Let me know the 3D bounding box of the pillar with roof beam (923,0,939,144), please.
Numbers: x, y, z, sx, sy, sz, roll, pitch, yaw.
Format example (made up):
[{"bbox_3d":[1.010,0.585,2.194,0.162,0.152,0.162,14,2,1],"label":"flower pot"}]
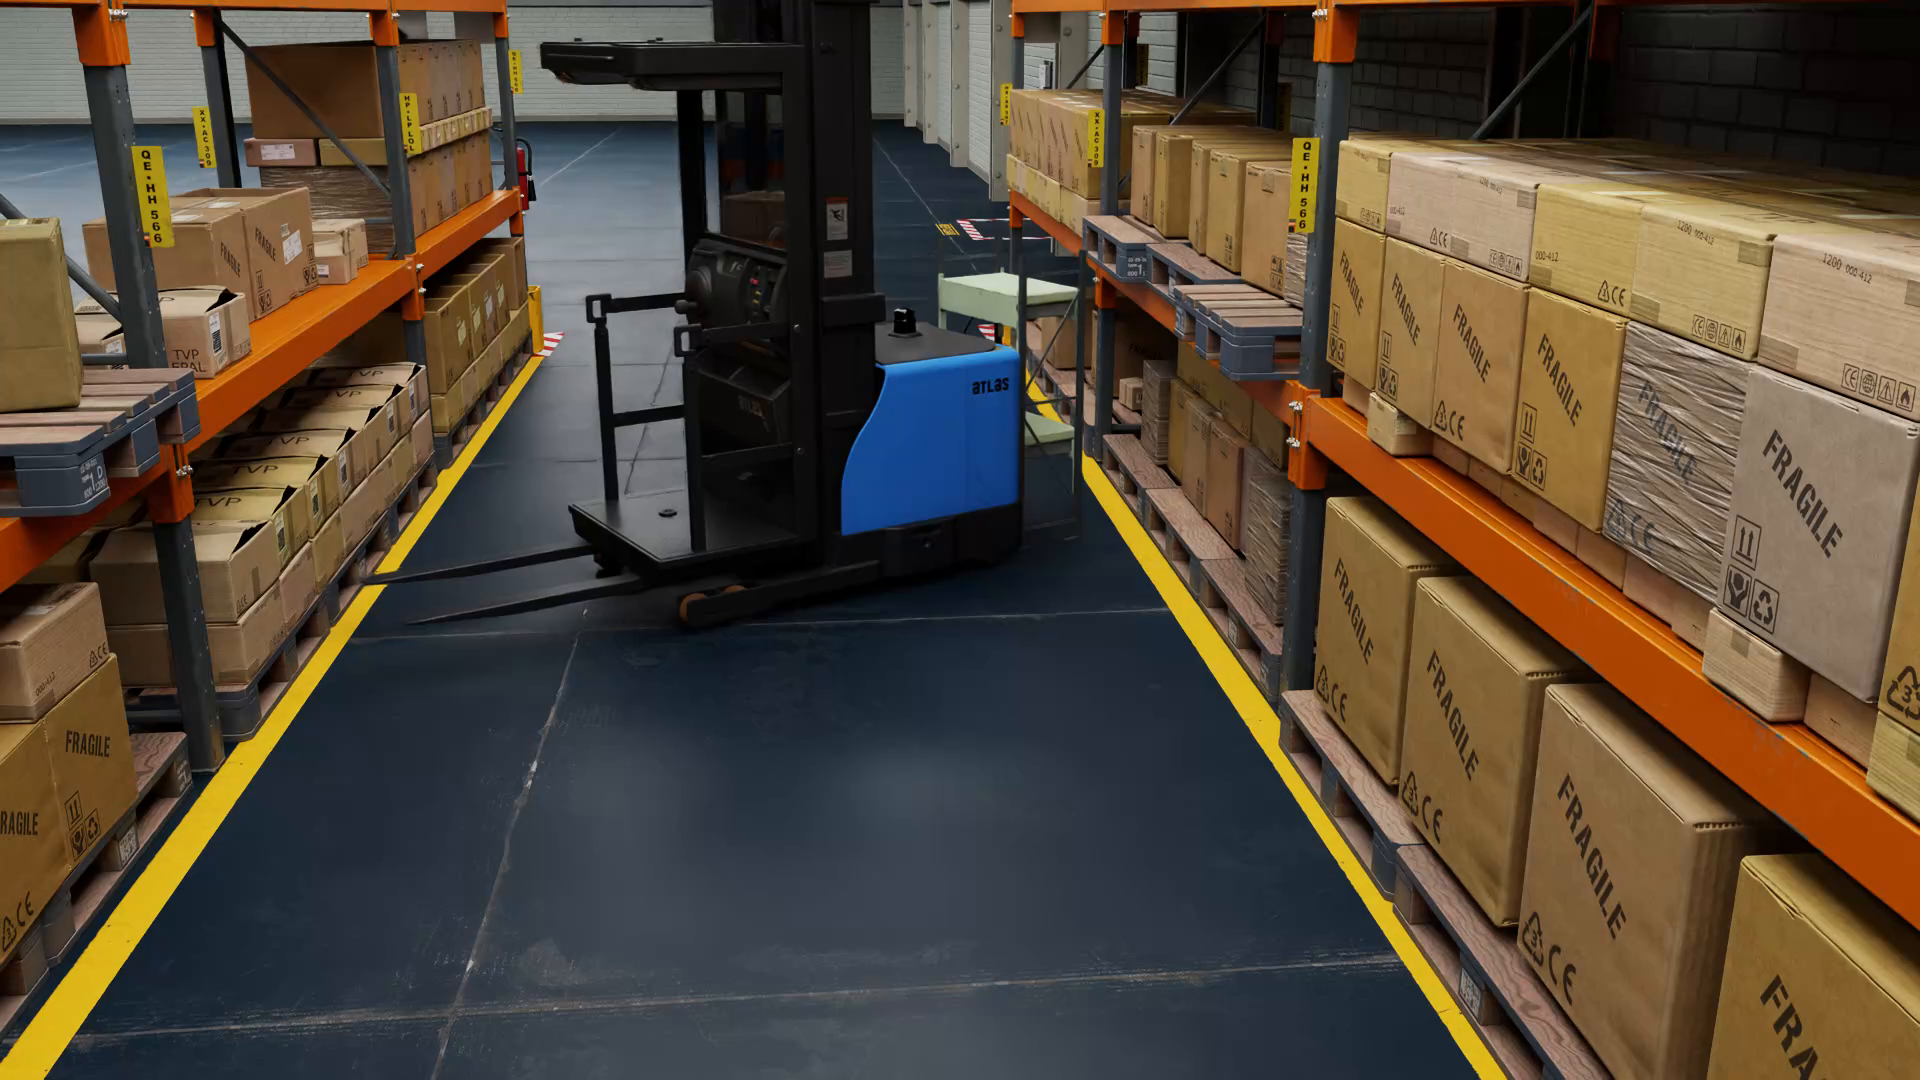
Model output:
[{"bbox_3d":[-4.907,-12.824,34.502,9.100,9.000,0.400,-2,18,-6],"label":"pillar with roof beam"}]

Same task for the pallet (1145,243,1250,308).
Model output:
[{"bbox_3d":[1.499,-1.240,7.938,1.003,0.211,1.213,-2,18,-6],"label":"pallet"}]

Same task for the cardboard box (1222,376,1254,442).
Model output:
[{"bbox_3d":[1.563,-0.656,7.944,0.500,0.250,0.500,-2,18,-6],"label":"cardboard box"}]

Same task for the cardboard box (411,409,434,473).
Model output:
[{"bbox_3d":[-3.265,-0.554,9.324,0.500,0.250,0.500,-2,18,-6],"label":"cardboard box"}]

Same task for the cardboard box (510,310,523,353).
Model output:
[{"bbox_3d":[-3.596,-1.561,12.532,0.500,0.250,0.500,-2,18,-6],"label":"cardboard box"}]

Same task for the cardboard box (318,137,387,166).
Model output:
[{"bbox_3d":[-3.431,-2.224,9.502,0.380,0.149,0.250,-2,18,-6],"label":"cardboard box"}]

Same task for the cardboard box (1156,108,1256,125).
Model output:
[{"bbox_3d":[1.490,-2.377,10.205,0.500,0.500,0.500,-2,18,-7],"label":"cardboard box"}]

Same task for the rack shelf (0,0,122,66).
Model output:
[{"bbox_3d":[-2.977,-1.081,3.305,1.077,0.370,4.000,-2,18,-6],"label":"rack shelf"}]

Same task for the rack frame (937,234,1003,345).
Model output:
[{"bbox_3d":[0.053,-0.879,8.971,0.400,1.500,0.023,-11,21,-32],"label":"rack frame"}]

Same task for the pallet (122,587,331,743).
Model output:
[{"bbox_3d":[-3.230,0.495,6.747,1.003,0.211,1.213,-2,18,-6],"label":"pallet"}]

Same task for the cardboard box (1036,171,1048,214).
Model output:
[{"bbox_3d":[0.817,-2.452,11.697,0.500,0.250,0.500,-2,18,-5],"label":"cardboard box"}]

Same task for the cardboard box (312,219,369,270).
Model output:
[{"bbox_3d":[-3.502,-1.563,8.900,0.500,0.250,0.500,-1,17,-2],"label":"cardboard box"}]

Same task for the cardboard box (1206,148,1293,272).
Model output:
[{"bbox_3d":[1.534,-1.511,7.580,0.700,0.500,0.500,-2,18,-6],"label":"cardboard box"}]

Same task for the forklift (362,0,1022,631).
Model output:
[{"bbox_3d":[-1.204,-1.174,7.524,3.031,2.935,1.130,-11,21,-32],"label":"forklift"}]

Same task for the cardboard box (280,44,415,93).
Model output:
[{"bbox_3d":[-3.701,-2.730,10.031,0.700,0.500,0.500,-2,18,-6],"label":"cardboard box"}]

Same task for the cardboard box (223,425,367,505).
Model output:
[{"bbox_3d":[-3.112,-0.371,7.805,0.500,0.311,0.500,-2,18,-6],"label":"cardboard box"}]

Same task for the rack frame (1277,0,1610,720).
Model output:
[{"bbox_3d":[1.743,-0.743,6.035,1.000,3.000,0.127,-2,18,-6],"label":"rack frame"}]

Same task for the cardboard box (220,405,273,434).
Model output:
[{"bbox_3d":[-3.700,-0.502,8.222,0.500,0.311,0.500,-2,18,-7],"label":"cardboard box"}]

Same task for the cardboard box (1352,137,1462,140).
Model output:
[{"bbox_3d":[1.678,-1.412,6.182,0.380,0.149,0.250,-4,18,-13],"label":"cardboard box"}]

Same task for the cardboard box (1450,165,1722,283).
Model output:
[{"bbox_3d":[1.645,-0.848,4.420,0.500,0.250,0.500,-2,18,-5],"label":"cardboard box"}]

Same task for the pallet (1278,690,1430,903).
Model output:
[{"bbox_3d":[1.750,0.825,5.697,1.003,0.211,1.213,-2,18,-6],"label":"pallet"}]

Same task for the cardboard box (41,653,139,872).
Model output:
[{"bbox_3d":[-2.853,0.665,4.988,0.500,0.500,0.500,-1,17,-3],"label":"cardboard box"}]

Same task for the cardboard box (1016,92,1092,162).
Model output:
[{"bbox_3d":[0.710,-3.123,12.582,0.500,0.500,0.500,-2,18,-5],"label":"cardboard box"}]

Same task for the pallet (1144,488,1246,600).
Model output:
[{"bbox_3d":[1.542,-0.008,8.350,1.003,0.211,1.213,-2,18,-6],"label":"pallet"}]

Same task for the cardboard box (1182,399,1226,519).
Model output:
[{"bbox_3d":[1.539,-0.427,8.469,0.700,0.500,0.500,-2,17,-5],"label":"cardboard box"}]

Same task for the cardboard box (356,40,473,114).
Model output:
[{"bbox_3d":[-3.908,-3.327,11.934,0.700,0.500,0.500,-2,18,-7],"label":"cardboard box"}]

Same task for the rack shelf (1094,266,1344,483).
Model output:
[{"bbox_3d":[1.537,-0.995,8.041,1.077,0.370,4.000,-2,18,-6],"label":"rack shelf"}]

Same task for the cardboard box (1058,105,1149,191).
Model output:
[{"bbox_3d":[0.917,-2.510,10.630,0.500,0.500,0.500,-2,18,-6],"label":"cardboard box"}]

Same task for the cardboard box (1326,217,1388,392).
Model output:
[{"bbox_3d":[1.539,-0.789,5.486,0.500,0.500,0.500,-1,17,-4],"label":"cardboard box"}]

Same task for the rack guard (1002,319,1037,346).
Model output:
[{"bbox_3d":[0.926,-1.911,13.929,1.175,0.500,0.348,-2,18,-6],"label":"rack guard"}]

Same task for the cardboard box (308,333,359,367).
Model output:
[{"bbox_3d":[-3.901,-1.307,10.471,0.500,0.500,0.500,-2,18,-6],"label":"cardboard box"}]

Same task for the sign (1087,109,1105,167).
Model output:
[{"bbox_3d":[0.792,-2.328,9.641,0.100,0.325,0.005,-2,18,-6],"label":"sign"}]

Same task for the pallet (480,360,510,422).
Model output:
[{"bbox_3d":[-3.765,-1.053,11.677,1.003,0.211,1.213,-2,18,-6],"label":"pallet"}]

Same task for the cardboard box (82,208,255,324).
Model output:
[{"bbox_3d":[-3.373,-1.136,7.120,0.500,0.500,0.500,-3,18,-9],"label":"cardboard box"}]

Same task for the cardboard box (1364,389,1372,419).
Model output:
[{"bbox_3d":[1.564,-0.452,5.495,0.380,0.149,0.250,-2,17,-5],"label":"cardboard box"}]

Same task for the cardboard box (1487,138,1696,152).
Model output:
[{"bbox_3d":[2.048,-1.173,5.455,0.500,0.250,0.500,-1,17,-4],"label":"cardboard box"}]

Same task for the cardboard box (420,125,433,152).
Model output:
[{"bbox_3d":[-3.538,-2.528,10.471,0.380,0.149,0.250,-2,18,-7],"label":"cardboard box"}]

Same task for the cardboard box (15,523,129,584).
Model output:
[{"bbox_3d":[-3.482,0.107,6.282,0.500,0.311,0.500,-1,17,-4],"label":"cardboard box"}]

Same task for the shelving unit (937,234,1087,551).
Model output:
[{"bbox_3d":[0.256,-0.788,8.680,0.431,1.500,0.755,-11,21,-32],"label":"shelving unit"}]

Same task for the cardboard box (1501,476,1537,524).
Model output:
[{"bbox_3d":[1.707,-0.145,4.516,0.380,0.149,0.250,-2,17,-5],"label":"cardboard box"}]

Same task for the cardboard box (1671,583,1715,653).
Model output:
[{"bbox_3d":[1.763,0.163,3.538,0.380,0.149,0.250,-2,18,-6],"label":"cardboard box"}]

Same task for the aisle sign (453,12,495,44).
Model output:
[{"bbox_3d":[-3.723,-4.241,12.838,0.394,0.787,0.004,-2,18,-6],"label":"aisle sign"}]

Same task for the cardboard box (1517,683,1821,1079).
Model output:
[{"bbox_3d":[1.865,0.820,3.946,0.750,0.750,0.750,-1,17,-4],"label":"cardboard box"}]

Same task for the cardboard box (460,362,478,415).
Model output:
[{"bbox_3d":[-3.389,-0.965,10.634,0.500,0.250,0.500,-2,18,-6],"label":"cardboard box"}]

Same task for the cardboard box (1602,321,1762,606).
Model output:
[{"bbox_3d":[1.752,-0.182,3.551,0.500,0.500,0.500,-2,18,-6],"label":"cardboard box"}]

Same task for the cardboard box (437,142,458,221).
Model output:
[{"bbox_3d":[-3.811,-2.419,11.208,0.700,0.500,0.500,-1,17,-4],"label":"cardboard box"}]

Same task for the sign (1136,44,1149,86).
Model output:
[{"bbox_3d":[1.472,-3.841,13.442,0.100,0.325,0.005,-2,18,-6],"label":"sign"}]

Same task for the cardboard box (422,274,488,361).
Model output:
[{"bbox_3d":[-3.436,-1.472,10.997,0.500,0.500,0.500,-2,18,-6],"label":"cardboard box"}]

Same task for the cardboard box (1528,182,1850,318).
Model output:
[{"bbox_3d":[1.704,-0.696,3.936,0.500,0.250,0.500,-2,18,-7],"label":"cardboard box"}]

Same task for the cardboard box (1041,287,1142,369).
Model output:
[{"bbox_3d":[0.985,-1.545,12.028,0.700,0.500,0.500,-3,18,-9],"label":"cardboard box"}]

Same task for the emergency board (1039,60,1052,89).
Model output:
[{"bbox_3d":[1.015,-5.469,21.091,0.194,1.169,0.643,-2,18,-6],"label":"emergency board"}]

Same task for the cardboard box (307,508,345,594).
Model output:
[{"bbox_3d":[-3.058,0.053,7.389,0.500,0.250,0.500,-2,18,-7],"label":"cardboard box"}]

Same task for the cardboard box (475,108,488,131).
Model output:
[{"bbox_3d":[-3.751,-3.143,12.432,0.380,0.149,0.250,-1,17,-4],"label":"cardboard box"}]

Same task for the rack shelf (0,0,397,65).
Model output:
[{"bbox_3d":[-3.390,-2.272,7.101,1.077,0.370,4.000,-2,18,-6],"label":"rack shelf"}]

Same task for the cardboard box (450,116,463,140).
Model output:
[{"bbox_3d":[-3.645,-2.836,11.452,0.380,0.149,0.250,-1,17,-4],"label":"cardboard box"}]

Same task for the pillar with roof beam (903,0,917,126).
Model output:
[{"bbox_3d":[-5.525,-14.612,40.196,9.100,9.000,0.400,-2,18,-6],"label":"pillar with roof beam"}]

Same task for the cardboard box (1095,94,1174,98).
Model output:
[{"bbox_3d":[1.278,-2.984,12.139,0.500,0.500,0.500,-2,18,-7],"label":"cardboard box"}]
